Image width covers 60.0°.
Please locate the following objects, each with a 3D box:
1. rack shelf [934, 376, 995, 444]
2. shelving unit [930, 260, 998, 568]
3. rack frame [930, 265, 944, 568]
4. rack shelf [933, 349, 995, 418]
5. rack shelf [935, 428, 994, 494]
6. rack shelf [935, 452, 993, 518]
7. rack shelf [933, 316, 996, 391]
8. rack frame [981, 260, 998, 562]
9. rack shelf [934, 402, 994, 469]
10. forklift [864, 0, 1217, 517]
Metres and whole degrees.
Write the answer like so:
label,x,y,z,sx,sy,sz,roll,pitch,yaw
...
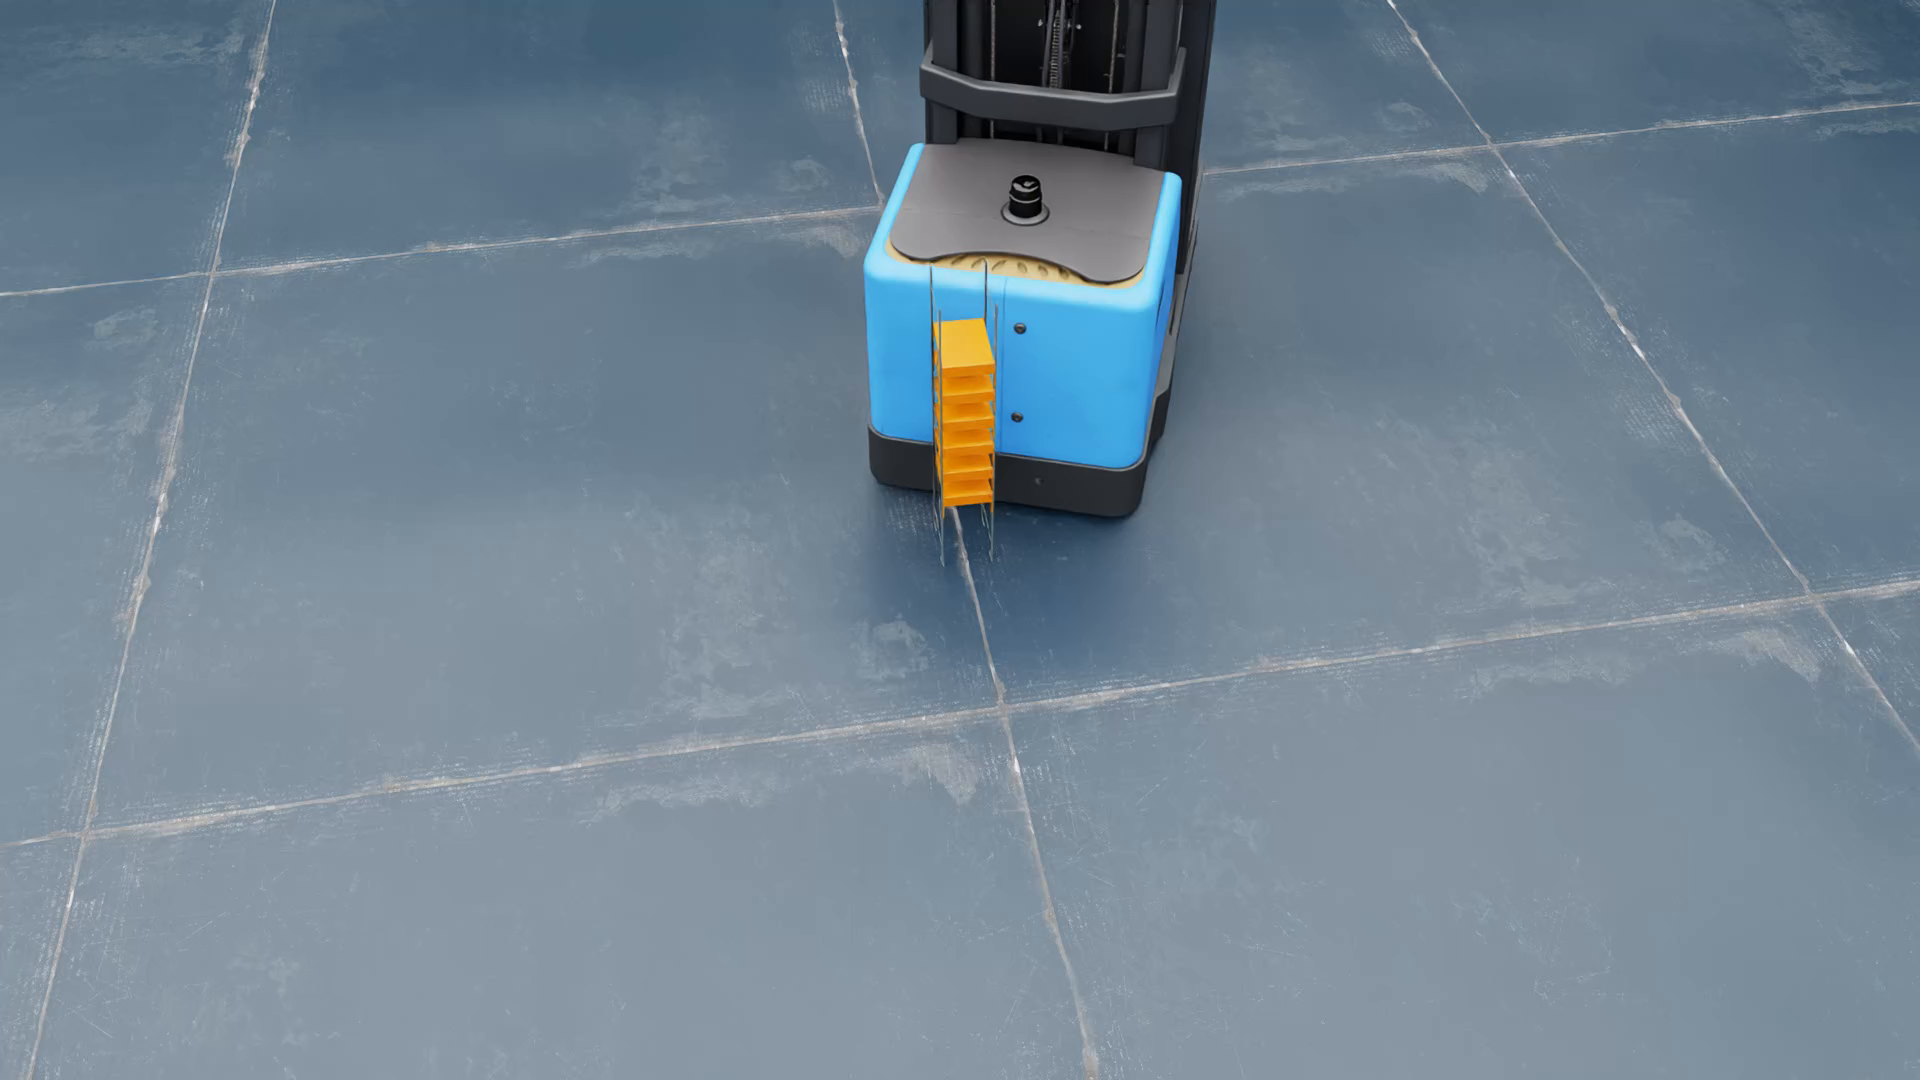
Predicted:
label,x,y,z,sx,sy,sz,roll,pitch,yaw
rack shelf,0.011,-0.462,5.757,0.180,0.103,0.258,-6,46,-6
shelving unit,0.011,-0.409,5.811,0.189,1.200,0.258,-6,46,-6
rack frame,-0.080,-0.400,5.802,0.006,1.200,0.240,-6,46,-6
rack shelf,0.011,-0.545,5.670,0.180,0.103,0.258,-6,46,-6
rack shelf,0.011,-0.295,5.930,0.180,0.103,0.258,-6,46,-6
rack shelf,0.011,-0.212,6.016,0.180,0.103,0.258,-6,46,-6
rack shelf,0.011,-0.628,5.584,0.180,0.103,0.258,-6,46,-6
rack frame,0.102,-0.419,5.820,0.006,1.200,0.240,-6,46,-6
rack shelf,0.011,-0.378,5.843,0.180,0.103,0.258,-6,46,-6
forklift,0.454,-2.183,6.318,1.130,2.935,3.031,8,47,8
